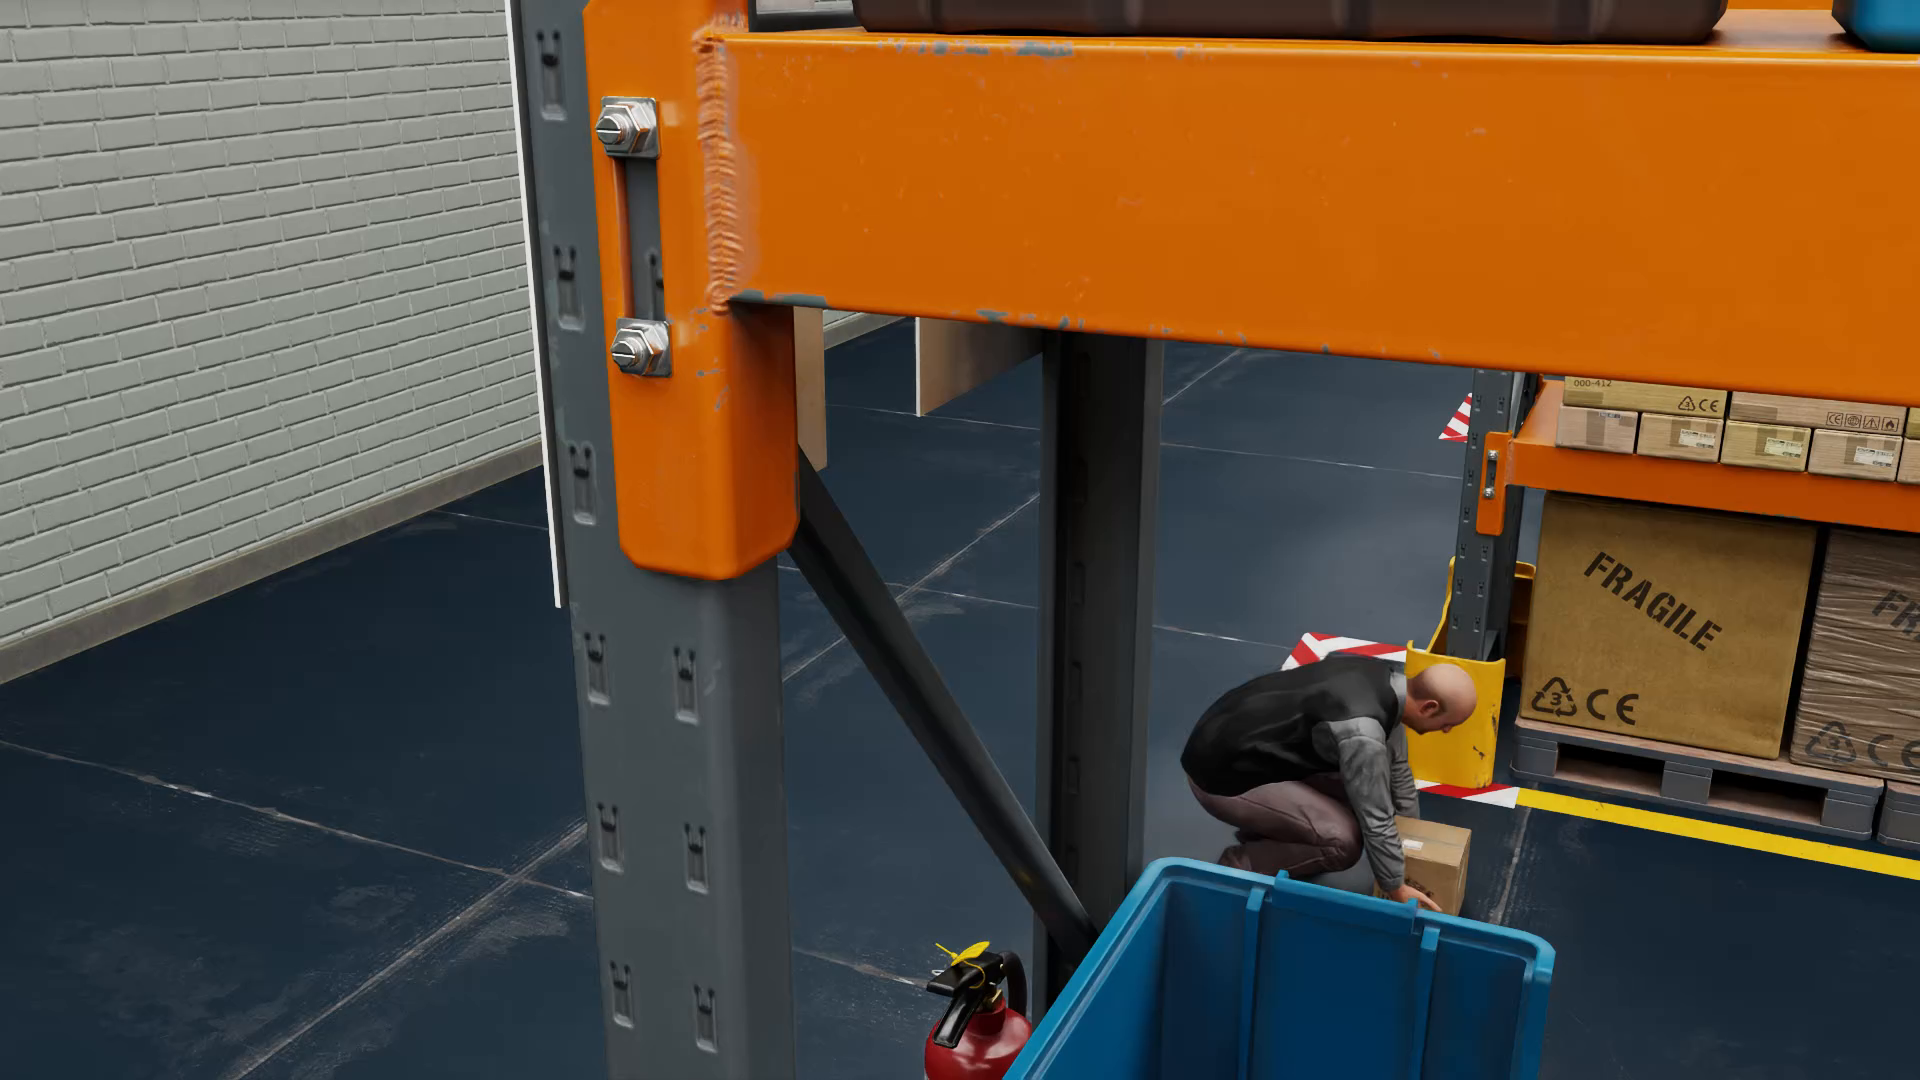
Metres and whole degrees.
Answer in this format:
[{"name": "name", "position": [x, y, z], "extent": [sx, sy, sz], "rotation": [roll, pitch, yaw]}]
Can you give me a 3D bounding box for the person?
[{"name": "person", "position": [1.170, 0.750, 5.312], "extent": [0.858, 0.832, 0.530], "rotation": [8, 21, 23]}]
